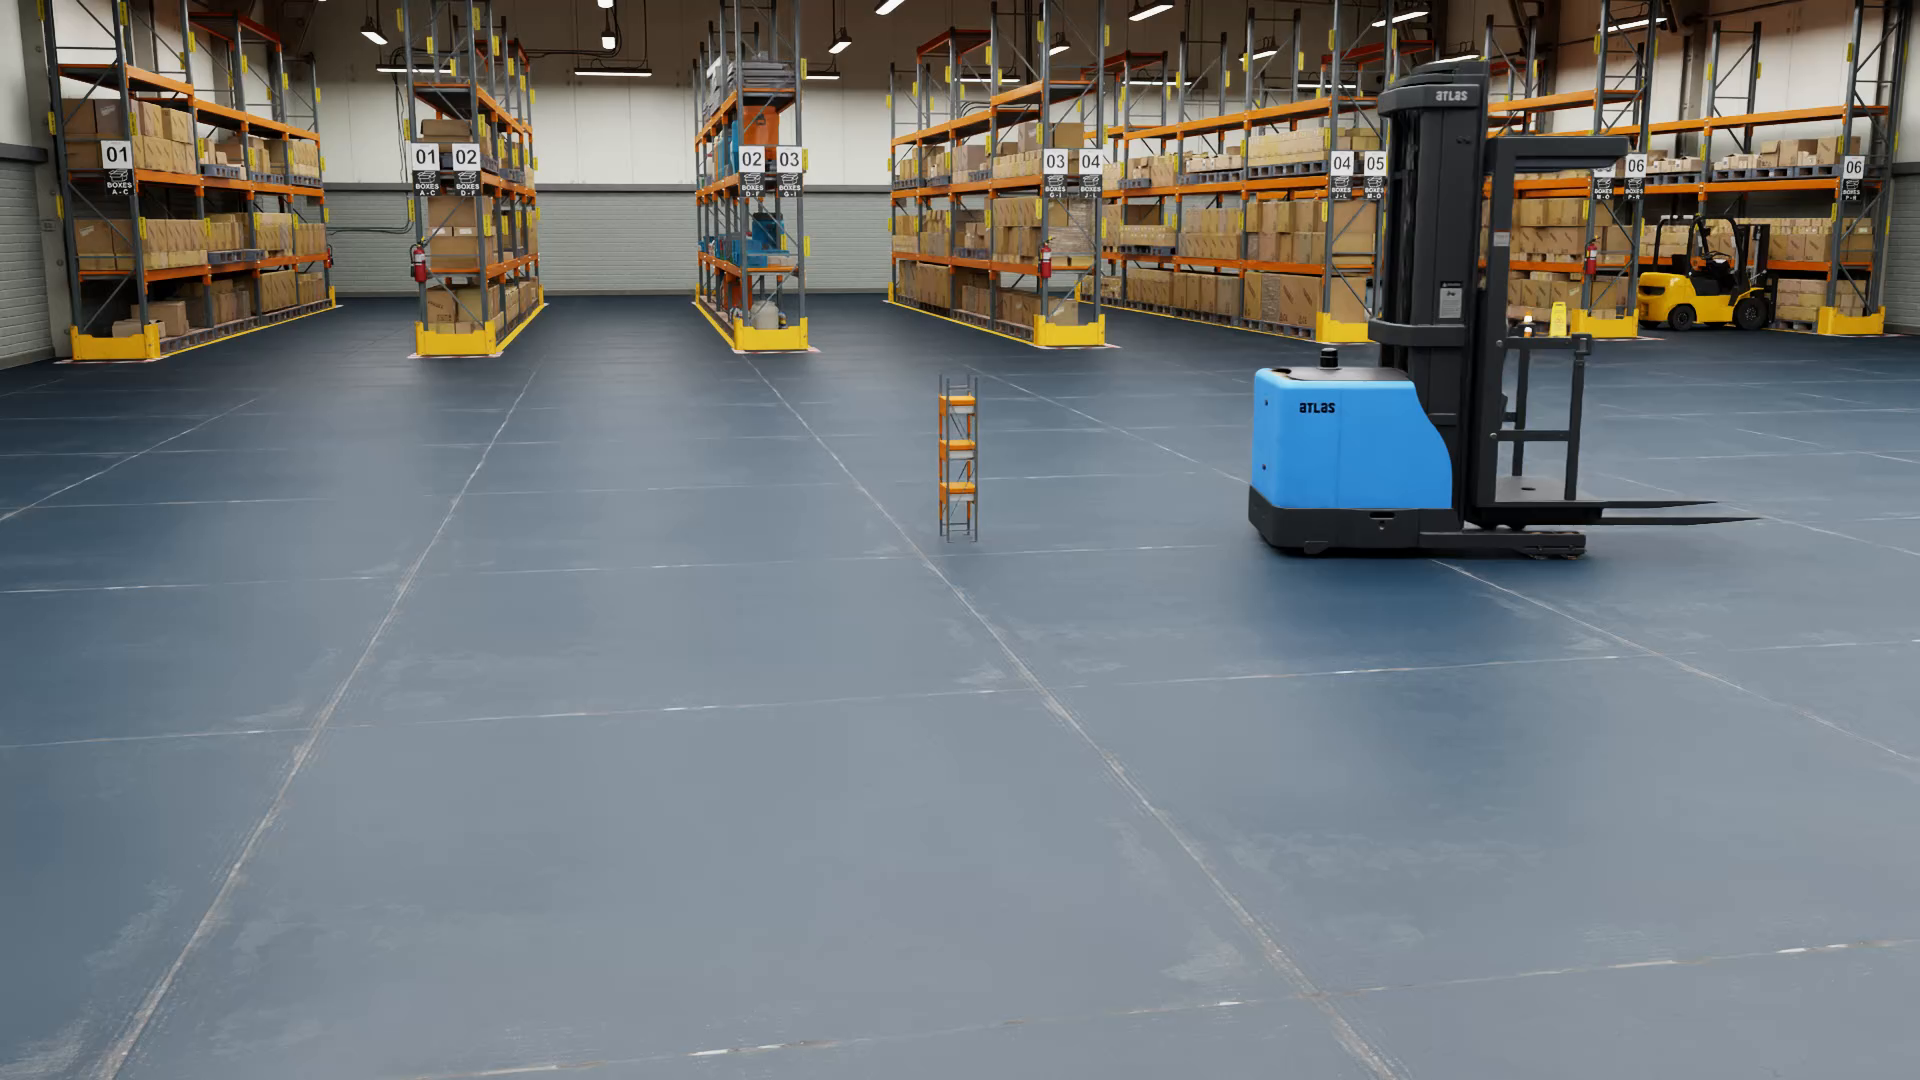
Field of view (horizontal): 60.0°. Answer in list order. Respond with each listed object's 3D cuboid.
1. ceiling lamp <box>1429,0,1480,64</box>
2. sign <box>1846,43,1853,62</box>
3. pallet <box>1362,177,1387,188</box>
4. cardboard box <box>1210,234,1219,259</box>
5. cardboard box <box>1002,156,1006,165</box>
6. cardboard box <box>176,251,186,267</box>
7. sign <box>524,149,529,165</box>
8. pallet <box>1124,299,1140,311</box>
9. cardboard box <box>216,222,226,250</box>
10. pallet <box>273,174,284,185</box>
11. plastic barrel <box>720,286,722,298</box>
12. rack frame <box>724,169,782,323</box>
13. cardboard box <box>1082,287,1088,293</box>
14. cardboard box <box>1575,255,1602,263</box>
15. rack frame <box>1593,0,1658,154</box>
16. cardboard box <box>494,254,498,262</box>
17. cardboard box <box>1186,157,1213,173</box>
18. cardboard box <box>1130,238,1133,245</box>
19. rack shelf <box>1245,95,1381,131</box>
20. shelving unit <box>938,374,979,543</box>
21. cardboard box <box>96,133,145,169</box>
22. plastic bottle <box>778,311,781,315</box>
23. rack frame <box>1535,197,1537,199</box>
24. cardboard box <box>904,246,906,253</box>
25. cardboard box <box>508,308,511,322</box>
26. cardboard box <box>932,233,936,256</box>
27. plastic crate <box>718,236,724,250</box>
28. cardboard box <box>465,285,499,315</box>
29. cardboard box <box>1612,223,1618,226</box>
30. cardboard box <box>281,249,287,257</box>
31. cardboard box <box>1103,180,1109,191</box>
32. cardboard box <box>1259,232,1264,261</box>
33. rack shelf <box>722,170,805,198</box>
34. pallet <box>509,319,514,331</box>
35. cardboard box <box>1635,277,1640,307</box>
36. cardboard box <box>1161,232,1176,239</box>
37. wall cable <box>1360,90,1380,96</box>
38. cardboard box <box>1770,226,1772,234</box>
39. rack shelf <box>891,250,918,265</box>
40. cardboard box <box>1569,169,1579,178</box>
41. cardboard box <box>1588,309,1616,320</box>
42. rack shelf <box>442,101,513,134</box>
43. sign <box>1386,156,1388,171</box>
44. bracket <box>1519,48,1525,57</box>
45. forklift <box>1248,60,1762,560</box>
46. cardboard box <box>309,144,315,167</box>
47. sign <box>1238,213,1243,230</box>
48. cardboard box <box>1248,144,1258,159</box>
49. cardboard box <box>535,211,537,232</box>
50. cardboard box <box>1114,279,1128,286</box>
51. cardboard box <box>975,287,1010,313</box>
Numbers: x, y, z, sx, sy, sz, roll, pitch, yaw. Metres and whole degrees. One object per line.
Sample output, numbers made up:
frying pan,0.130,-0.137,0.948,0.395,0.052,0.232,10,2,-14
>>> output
ceiling lamp,12.112,-13.071,39.694,0.800,3.185,2.000,-2,11,-11
sign,15.904,-8.717,29.719,0.100,0.325,0.005,-2,11,-11
pallet,9.837,-8.073,37.569,1.213,0.211,1.003,-2,11,-8
cardboard box,5.396,-5.964,33.740,0.500,0.500,0.500,-2,11,-10
cardboard box,0.983,-6.909,30.288,0.380,0.149,0.250,-2,11,-11
cardboard box,-12.814,-4.526,26.801,0.500,0.250,0.500,-2,11,-10
sign,-9.658,-8.531,37.037,0.100,0.325,0.005,-2,11,-11
pallet,4.553,-5.598,39.544,1.003,0.211,1.213,-2,11,-11
cardboard box,-13.831,-5.523,30.250,0.700,0.500,0.500,-1,11,-3
pallet,-14.834,-7.622,35.207,0.805,0.209,1.217,-3,11,-13
plastic barrel,-5.094,-5.416,36.659,0.421,0.512,0.421,0,11,0
rack frame,-3.787,-5.301,30.528,1.000,3.000,0.127,-2,11,-11
cardboard box,3.411,-6.542,43.549,0.380,0.149,0.250,-2,11,-10
cardboard box,11.288,-5.046,29.856,0.380,0.149,0.250,-2,11,-9
rack frame,11.570,-8.055,28.952,1.000,3.000,0.127,-2,11,-11
cardboard box,-8.618,-5.169,30.501,0.380,0.149,0.250,-2,11,-11
cardboard box,5.104,-7.921,35.118,0.500,0.311,0.500,-2,11,-11
cardboard box,4.178,-6.962,38.800,0.380,0.149,0.250,-2,11,-10
rack shelf,6.346,-7.674,29.941,1.077,0.370,4.000,-2,11,-11
shelving unit,-0.010,-0.526,10.650,0.215,1.050,0.252,-2,11,-11
cardboard box,-12.546,-5.810,24.859,0.500,0.500,0.500,-2,11,-10
plastic bottle,-3.142,-3.869,29.120,0.097,0.271,0.097,0,11,0
rack frame,14.105,-7.490,42.028,1.000,3.000,0.127,-2,11,-11
cardboard box,-1.164,-7.152,40.921,0.380,0.149,0.250,-2,11,-10
cardboard box,-8.580,-4.154,30.731,0.500,0.250,0.500,-2,11,-10
cardboard box,-0.339,-6.626,37.219,0.500,0.500,0.500,-2,11,-10
plastic crate,-4.551,-5.759,32.760,0.402,0.464,0.583,-2,11,-11
cardboard box,-8.155,-4.085,28.362,0.500,0.500,0.500,-2,11,-11
cardboard box,14.936,-7.112,38.651,0.500,0.500,0.500,-2,11,-8
cardboard box,-14.530,-6.102,35.353,0.380,0.149,0.250,-2,11,-11
cardboard box,3.855,-8.776,41.161,0.500,0.250,0.500,-2,11,-12
cardboard box,6.169,-5.550,31.431,0.875,0.550,0.550,-2,11,-11
rack shelf,-3.398,-6.055,28.387,1.077,0.370,4.000,-2,11,-11
pallet,-9.068,-4.110,31.726,1.003,0.211,1.213,-2,11,-11
cardboard box,15.256,-5.439,36.476,0.875,0.625,0.625,-3,11,-13
cardboard box,4.636,-6.680,36.524,0.380,0.149,0.250,-2,11,-10
wall cable,13.485,-14.985,50.485,2.988,3.039,0.133,-2,11,-11
cardboard box,15.863,-5.994,32.165,0.380,0.149,0.250,-2,11,-11
rack shelf,-0.873,-6.962,41.177,1.077,0.370,4.000,-2,11,-11
cardboard box,11.146,-6.558,29.780,0.380,0.149,0.250,-2,11,-11
cardboard box,11.685,-4.122,30.561,0.500,0.250,0.500,-2,11,-11
rack shelf,-9.035,-7.886,31.056,1.077,0.370,4.000,-2,11,-11
sign,9.468,-8.323,36.787,0.100,0.325,0.005,-2,11,-11
bracket,14.424,-12.429,42.306,0.235,0.232,0.430,-2,11,-11
forklift,3.421,-1.421,10.323,3.031,2.935,1.130,0,11,0
cardboard box,-15.342,-8.949,38.675,0.500,0.500,0.500,-2,11,-9
sign,5.426,-6.152,32.110,0.100,0.325,0.005,-2,11,-11
cardboard box,5.777,-7.345,31.457,0.500,0.250,0.500,-2,11,-11
cardboard box,-10.624,-7.792,40.669,0.500,0.500,0.500,-2,11,-12
cardboard box,3.987,-6.310,40.736,0.380,0.149,0.250,-2,11,-10
cardboard box,0.681,-4.876,33.802,0.700,0.500,0.500,-1,11,-6
